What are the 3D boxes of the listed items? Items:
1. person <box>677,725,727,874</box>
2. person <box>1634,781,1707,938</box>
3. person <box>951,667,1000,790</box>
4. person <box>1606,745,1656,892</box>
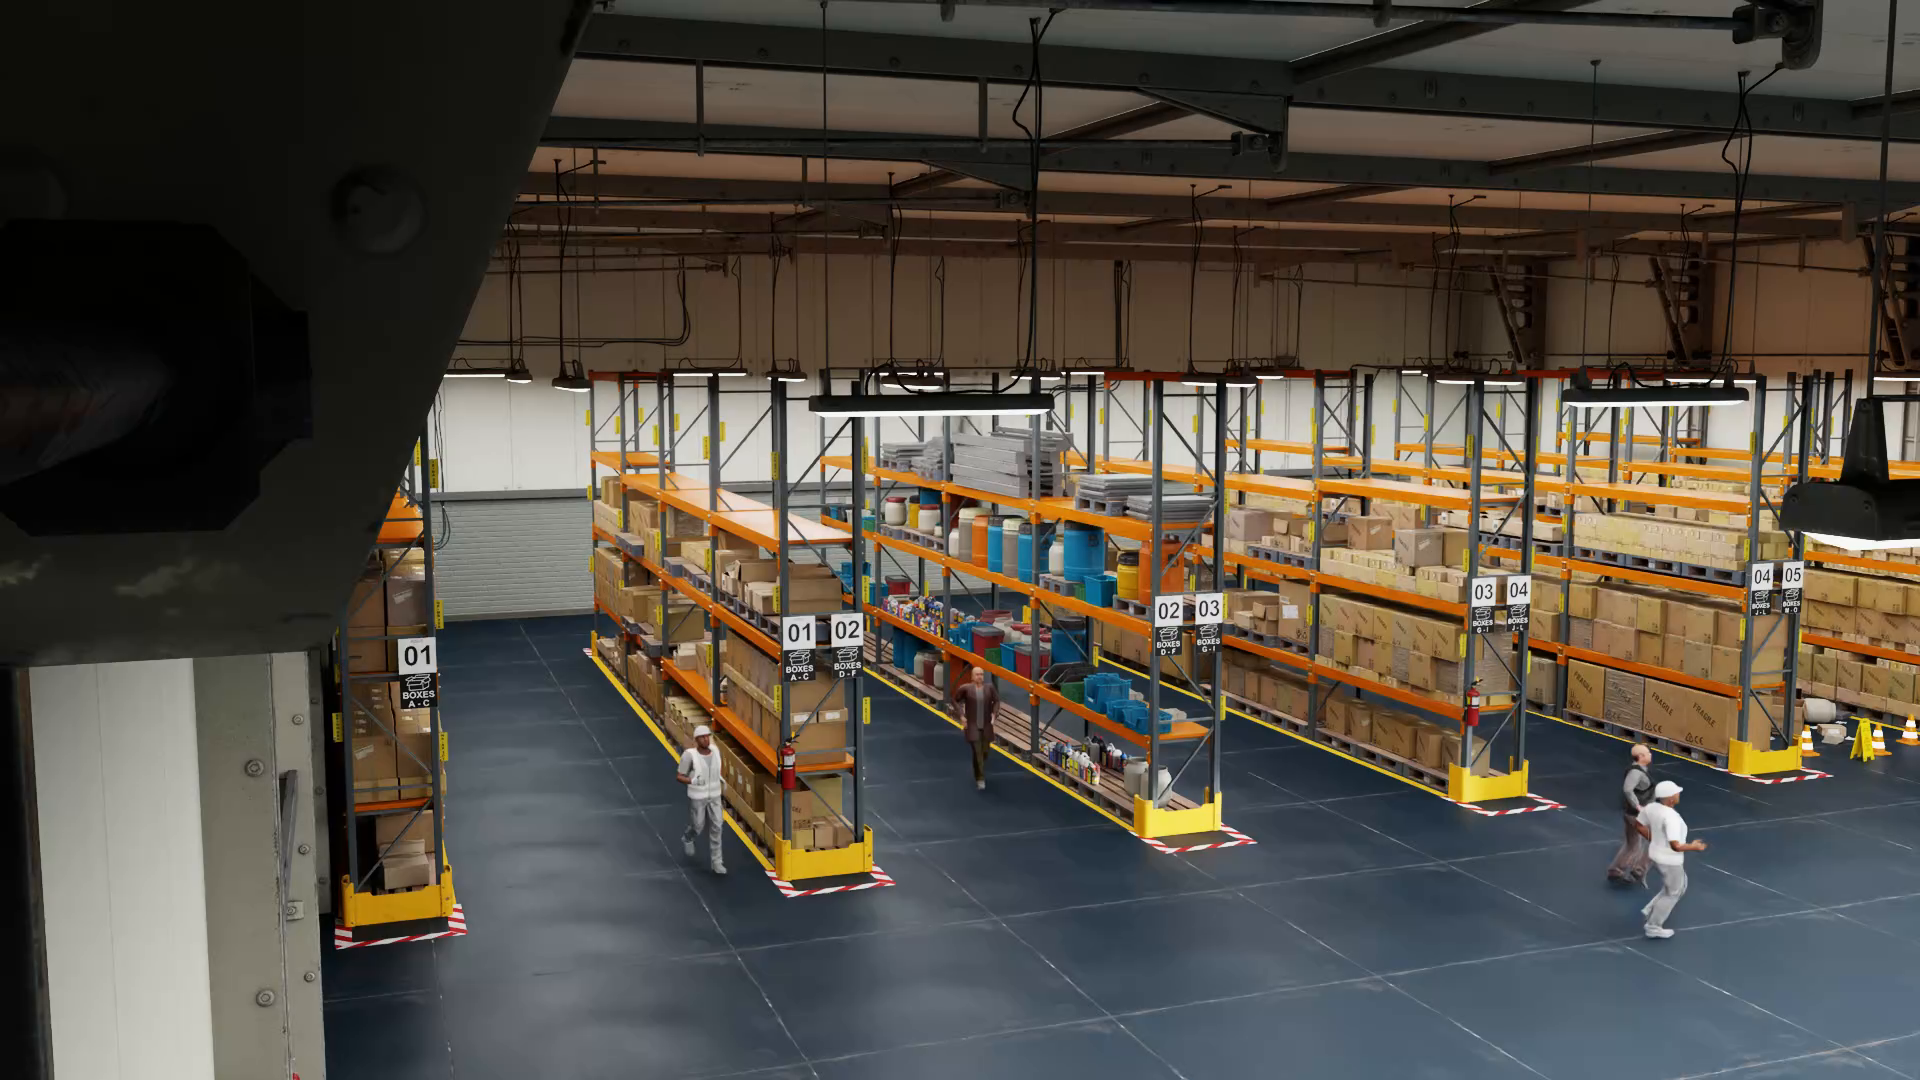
[{"bbox_3d":[-3.134,3.146,20.408,0.686,1.756,0.969,-4,7,-31],"label":"person"},{"bbox_3d":[7.720,3.450,18.037,0.597,1.721,0.686,0,6,0],"label":"person"},{"bbox_3d":[0.240,2.734,24.510,0.726,1.766,0.808,-2,7,-16],"label":"person"},{"bbox_3d":[8.081,3.290,19.731,0.722,1.733,0.633,1,6,9],"label":"person"}]
